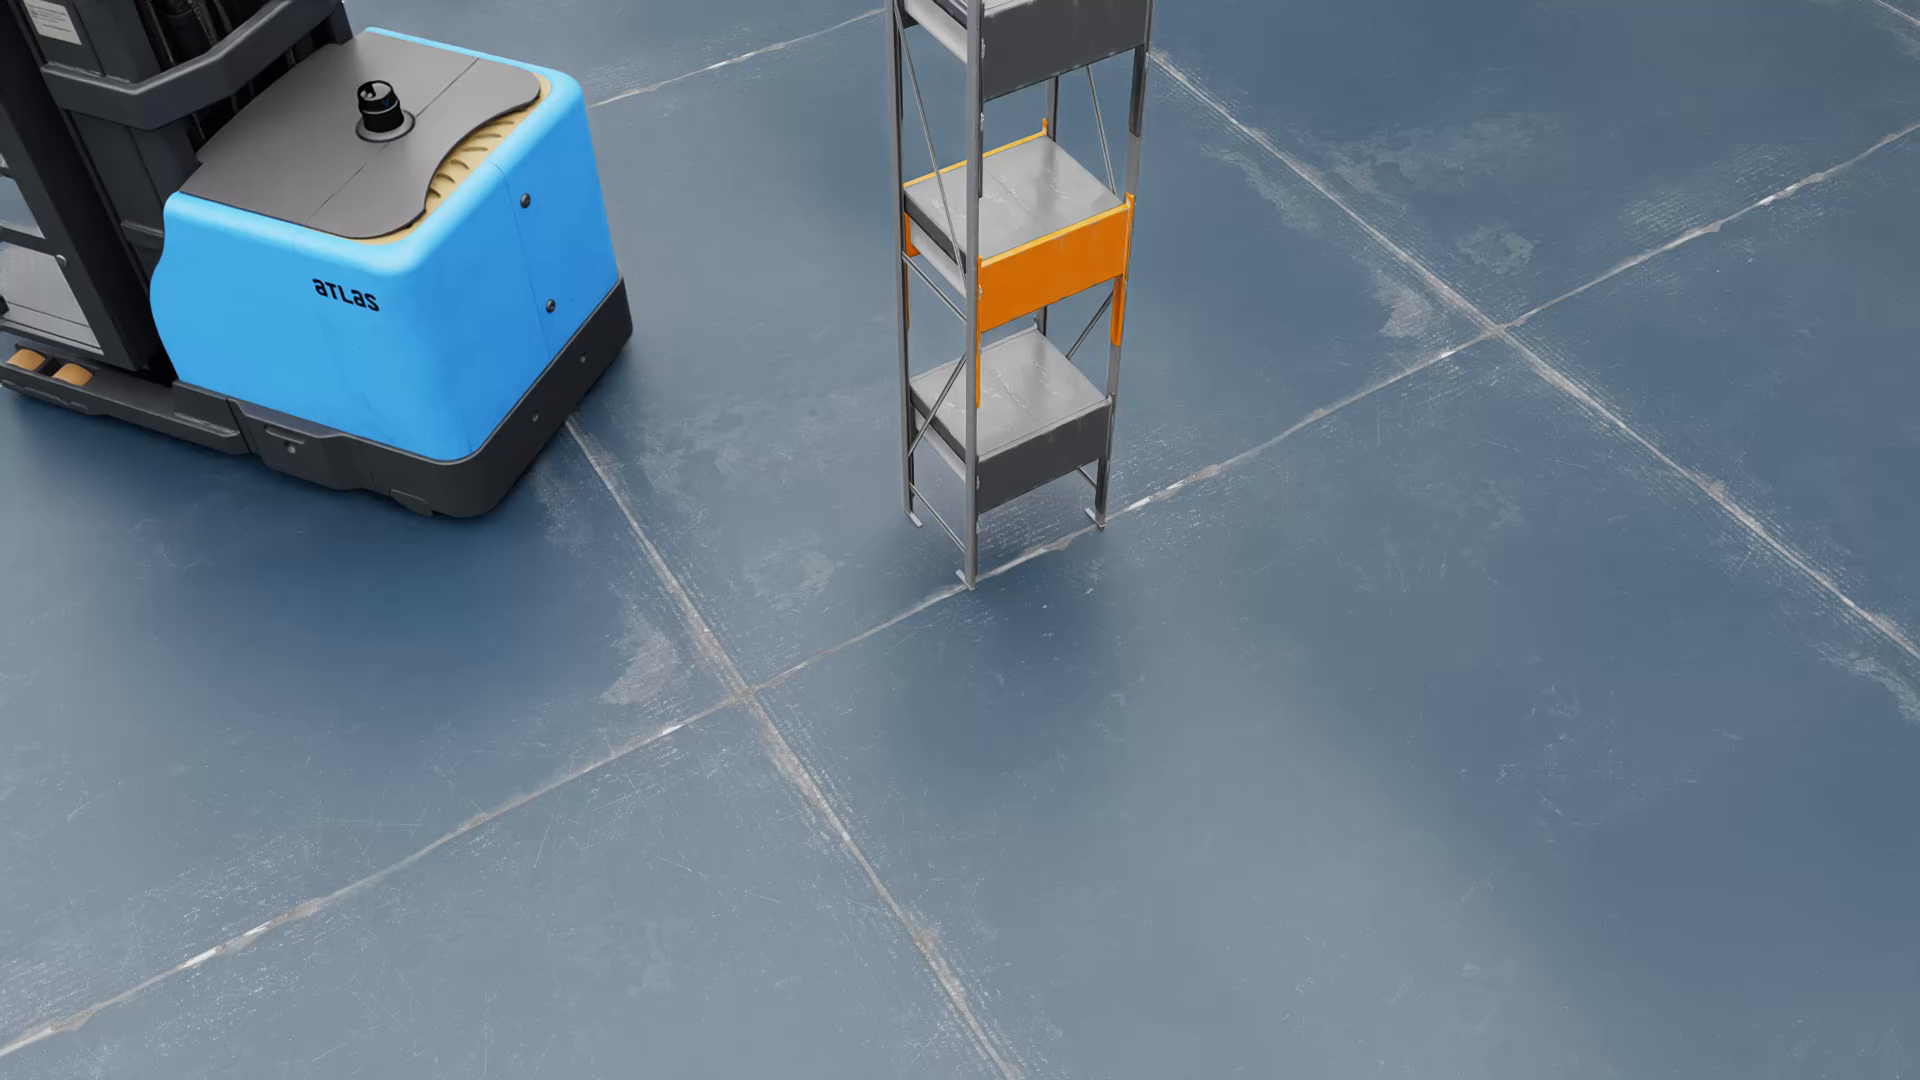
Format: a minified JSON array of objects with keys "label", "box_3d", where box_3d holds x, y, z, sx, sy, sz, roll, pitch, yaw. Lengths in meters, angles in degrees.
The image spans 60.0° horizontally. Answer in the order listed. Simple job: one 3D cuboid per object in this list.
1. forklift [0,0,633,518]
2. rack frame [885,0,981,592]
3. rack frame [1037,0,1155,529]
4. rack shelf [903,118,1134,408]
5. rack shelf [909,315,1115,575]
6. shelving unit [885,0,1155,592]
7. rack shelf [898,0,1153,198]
[{"label":"forklift","box_3d":[-2.711,-1.755,4.850,3.031,2.935,1.130,17,50,14]},{"label":"rack frame","box_3d":[-0.066,-0.667,4.438,0.015,2.100,0.400,-25,53,-21]},{"label":"rack frame","box_3d":[0.346,-0.861,4.611,0.015,2.100,0.400,-25,53,-21]},{"label":"rack shelf","box_3d":[0.140,-0.755,4.535,0.480,0.518,0.431,-25,53,-21]},{"label":"rack shelf","box_3d":[0.140,-0.290,5.058,0.480,0.518,0.431,-25,53,-21]},{"label":"shelving unit","box_3d":[0.140,-0.764,4.525,0.503,2.100,0.431,-25,53,-21]},{"label":"rack shelf","box_3d":[0.140,-1.221,4.012,0.480,0.518,0.431,-25,53,-21]}]
